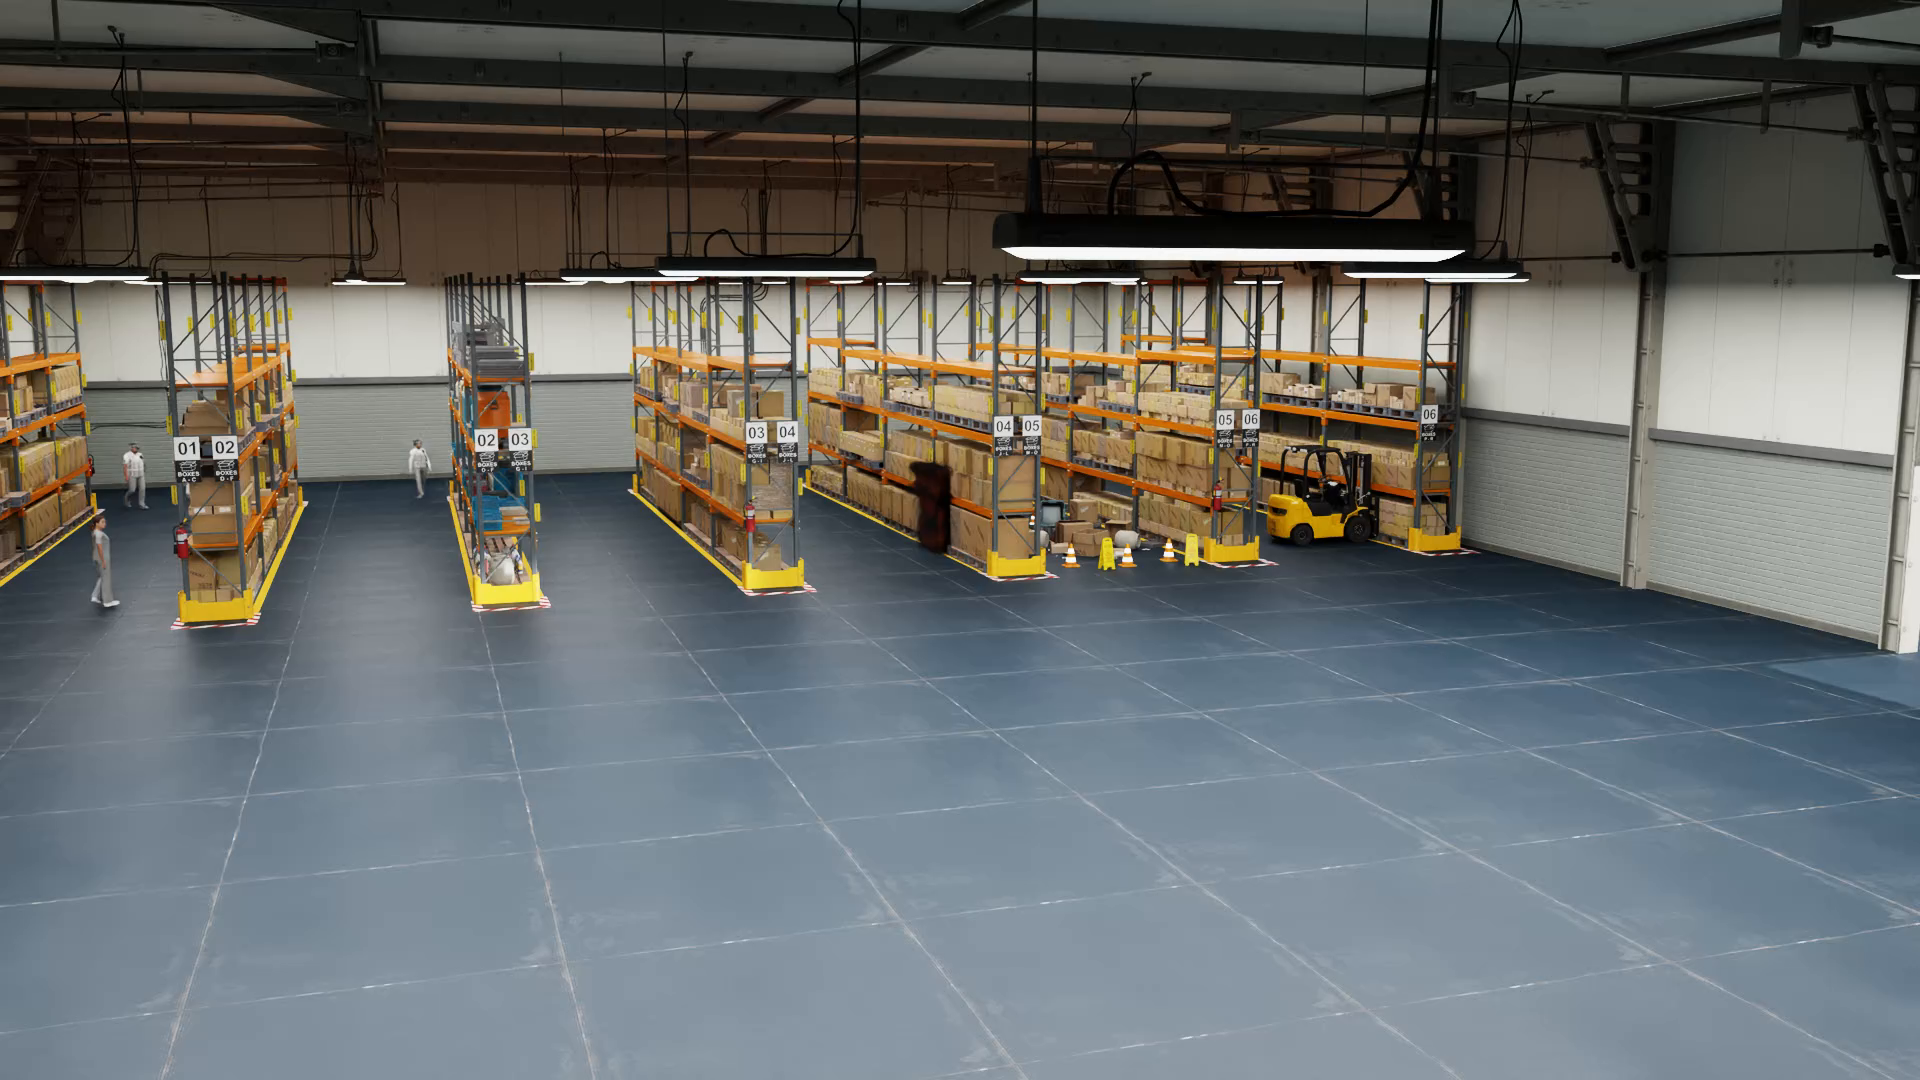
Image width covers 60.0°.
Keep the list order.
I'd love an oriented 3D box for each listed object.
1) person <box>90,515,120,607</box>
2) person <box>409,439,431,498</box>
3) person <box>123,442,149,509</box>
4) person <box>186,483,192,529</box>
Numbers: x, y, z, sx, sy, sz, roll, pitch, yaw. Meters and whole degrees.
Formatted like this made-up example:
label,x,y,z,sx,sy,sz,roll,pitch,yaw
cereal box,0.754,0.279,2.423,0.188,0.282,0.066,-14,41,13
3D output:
label,x,y,z,sx,sy,sz,roll,pitch,yaw
person,-15.512,0.366,30.080,0.454,1.674,0.465,7,11,39
person,-14.827,-1.978,45.645,0.565,1.622,0.937,-5,10,-30
person,-21.506,-1.679,43.295,0.573,1.743,0.565,7,11,37
person,-18.028,-1.072,39.261,0.435,1.768,0.602,-4,9,-23
